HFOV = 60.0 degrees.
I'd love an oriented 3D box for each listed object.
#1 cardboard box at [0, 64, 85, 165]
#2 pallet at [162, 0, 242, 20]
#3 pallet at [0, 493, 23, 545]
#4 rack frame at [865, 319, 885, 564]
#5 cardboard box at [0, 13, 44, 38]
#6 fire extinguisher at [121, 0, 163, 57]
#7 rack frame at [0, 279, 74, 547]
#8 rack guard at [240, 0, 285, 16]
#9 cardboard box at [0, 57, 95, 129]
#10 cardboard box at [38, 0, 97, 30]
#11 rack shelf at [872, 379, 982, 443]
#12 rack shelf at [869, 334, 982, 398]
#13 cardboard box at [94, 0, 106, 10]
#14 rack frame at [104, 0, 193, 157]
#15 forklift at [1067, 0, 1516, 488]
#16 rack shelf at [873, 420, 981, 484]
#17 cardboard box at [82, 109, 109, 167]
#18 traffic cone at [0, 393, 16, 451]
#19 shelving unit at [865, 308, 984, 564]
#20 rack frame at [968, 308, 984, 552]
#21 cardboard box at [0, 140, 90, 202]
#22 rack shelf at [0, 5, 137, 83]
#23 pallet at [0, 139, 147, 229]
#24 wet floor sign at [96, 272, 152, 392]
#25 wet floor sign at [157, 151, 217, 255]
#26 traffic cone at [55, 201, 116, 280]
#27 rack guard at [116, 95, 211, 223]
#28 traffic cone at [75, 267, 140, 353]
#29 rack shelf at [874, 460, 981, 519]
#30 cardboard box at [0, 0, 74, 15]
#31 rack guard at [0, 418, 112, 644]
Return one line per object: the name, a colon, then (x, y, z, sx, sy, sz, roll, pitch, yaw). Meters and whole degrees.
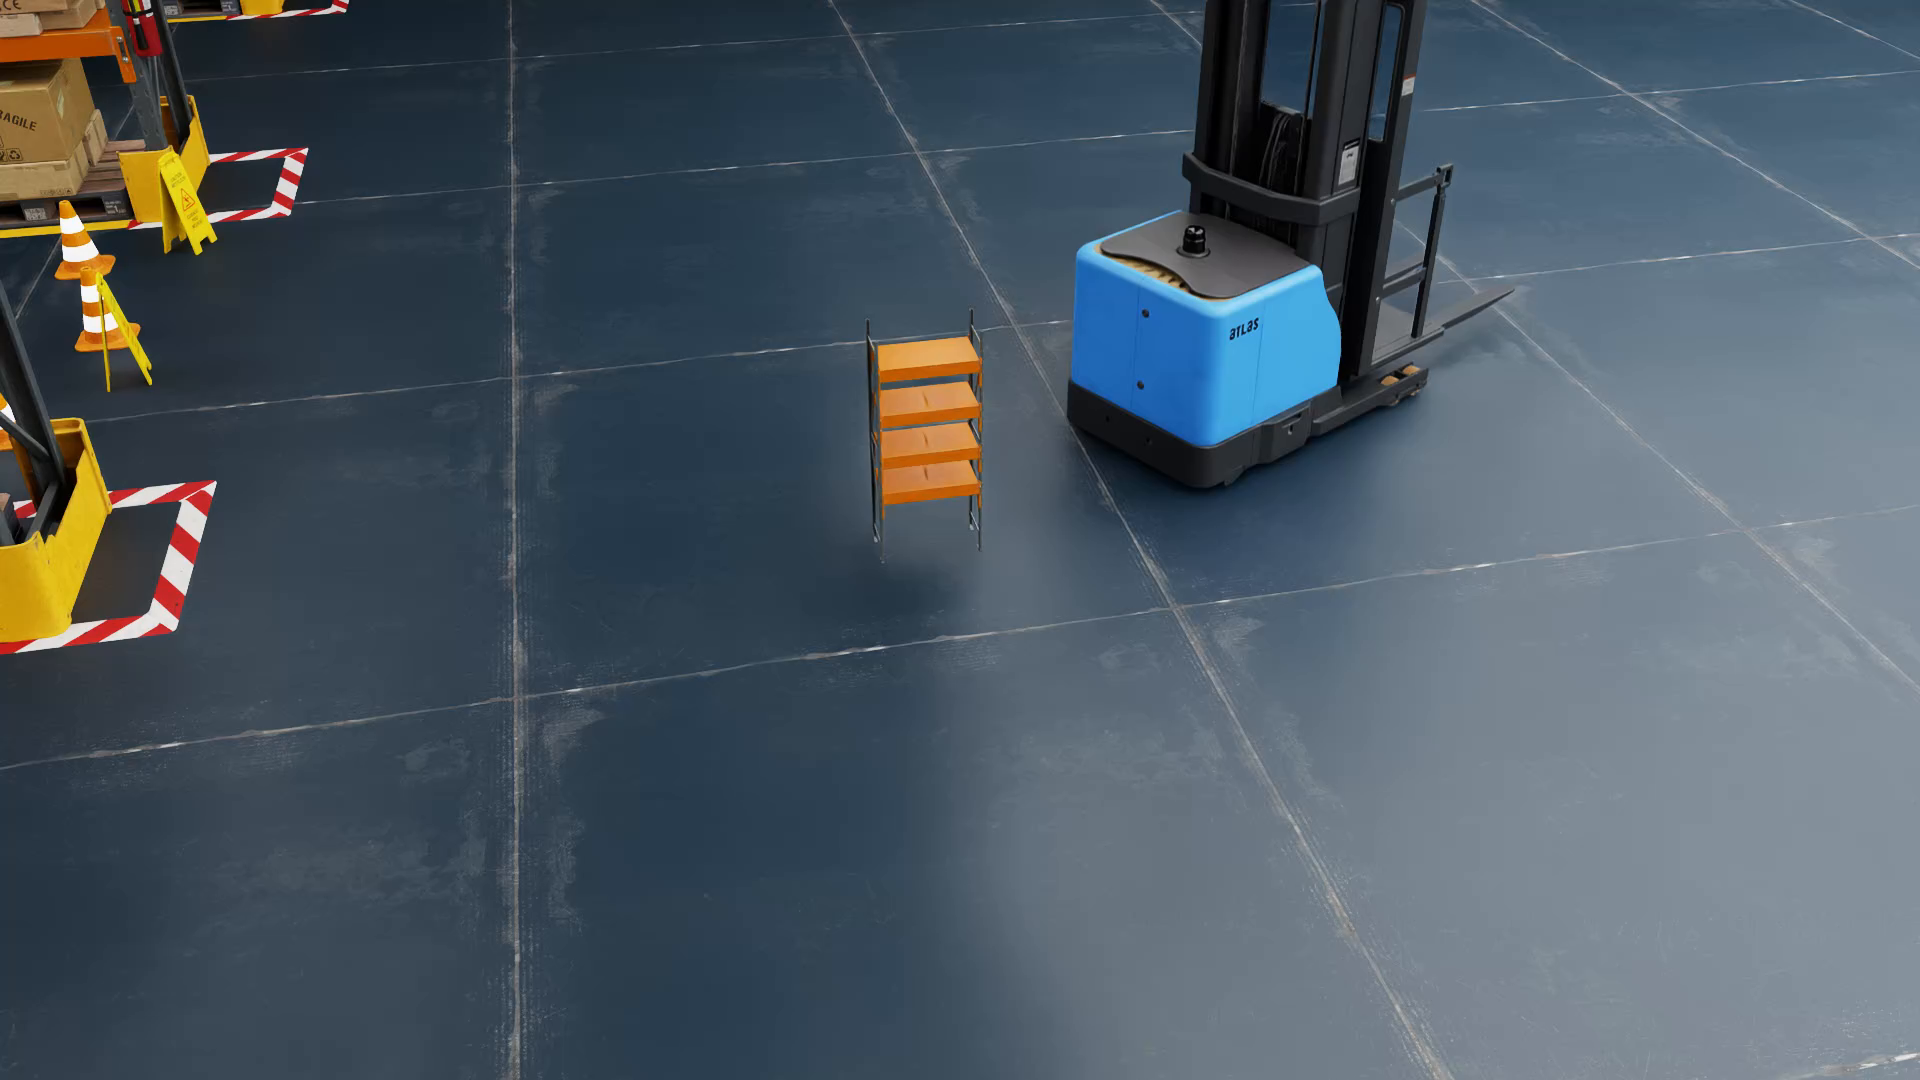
cardboard box: (-6.322, -2.884, 11.274, 0.500, 0.500, 0.500, -7, 34, -10)
pallet: (-7.433, -5.203, 15.814, 1.213, 0.211, 1.003, -7, 35, -11)
pallet: (-5.170, 0.196, 7.769, 1.213, 0.211, 1.003, -7, 35, -11)
rack frame: (-0.399, -0.448, 7.841, 0.015, 1.200, 0.240, -7, 35, -11)
cardboard box: (-6.138, -3.423, 10.884, 0.250, 0.149, 0.380, -8, 35, -11)
fire extinguisher: (-5.384, -3.512, 10.861, 0.183, 0.674, 0.296, -7, 35, -11)
rack frame: (-4.407, -1.103, 7.201, 0.127, 3.000, 1.000, -7, 35, -11)
rack guard: (-6.673, -5.443, 15.912, 0.348, 0.500, 1.175, -7, 35, -11)
cardboard box: (-6.469, -3.173, 11.703, 0.500, 0.500, 0.500, -8, 35, -12)
cardboard box: (-5.915, -3.514, 11.020, 0.250, 0.149, 0.380, -6, 34, -9)
rack shelf: (-0.161, -0.608, 7.798, 0.480, 0.148, 0.258, -7, 35, -11)
rack shelf: (-0.161, -0.804, 7.666, 0.480, 0.148, 0.258, -7, 35, -11)
cardboard box: (-5.975, -3.747, 11.367, 0.250, 0.149, 0.380, -7, 35, -10)
rack frame: (-5.598, -3.781, 11.192, 0.127, 3.000, 1.000, -7, 35, -11)
forklift: (2.032, -2.170, 8.853, 3.031, 2.935, 1.130, -26, 42, -33)
rack shelf: (-0.161, -0.422, 7.923, 0.480, 0.148, 0.258, -7, 35, -11)
cardboard box: (-6.446, -2.864, 11.917, 0.500, 0.250, 0.500, -7, 35, -11)
traffic cone: (-5.238, -0.756, 8.961, 0.334, 0.463, 0.336, -7, 35, -11)
shelving unit: (-0.161, -0.478, 7.885, 0.503, 1.200, 0.258, -7, 35, -11)
rack frame: (0.077, -0.508, 7.930, 0.015, 1.200, 0.240, -7, 35, -11)
cardboard box: (-6.350, -2.565, 11.471, 0.500, 0.250, 0.500, -7, 35, -11)
rack shelf: (-7.548, -3.236, 11.026, 4.000, 0.370, 1.077, -7, 35, -11)
pallet: (-6.472, -2.533, 11.835, 1.213, 0.211, 1.003, -7, 35, -11)
wet floor sign: (-4.816, -1.205, 9.466, 0.232, 0.644, 0.267, -13, 36, -19)
wet floor sign: (-5.176, -2.245, 11.016, 0.232, 0.644, 0.267, 4, 34, 6)
traffic cone: (-5.733, -1.973, 10.775, 0.334, 0.463, 0.336, -7, 35, -11)
rack guard: (-5.672, -2.733, 11.874, 0.348, 0.500, 1.175, -7, 35, -11)
traffic cone: (-5.156, -1.412, 9.938, 0.334, 0.463, 0.336, -7, 35, -11)
rack shelf: (-0.161, -0.257, 8.033, 0.480, 0.148, 0.258, -7, 35, -11)
cardboard box: (-6.066, -3.729, 10.759, 0.500, 0.500, 0.500, -8, 35, -11)
rack guard: (-4.384, -0.068, 7.902, 0.348, 0.500, 1.175, -7, 35, -11)
